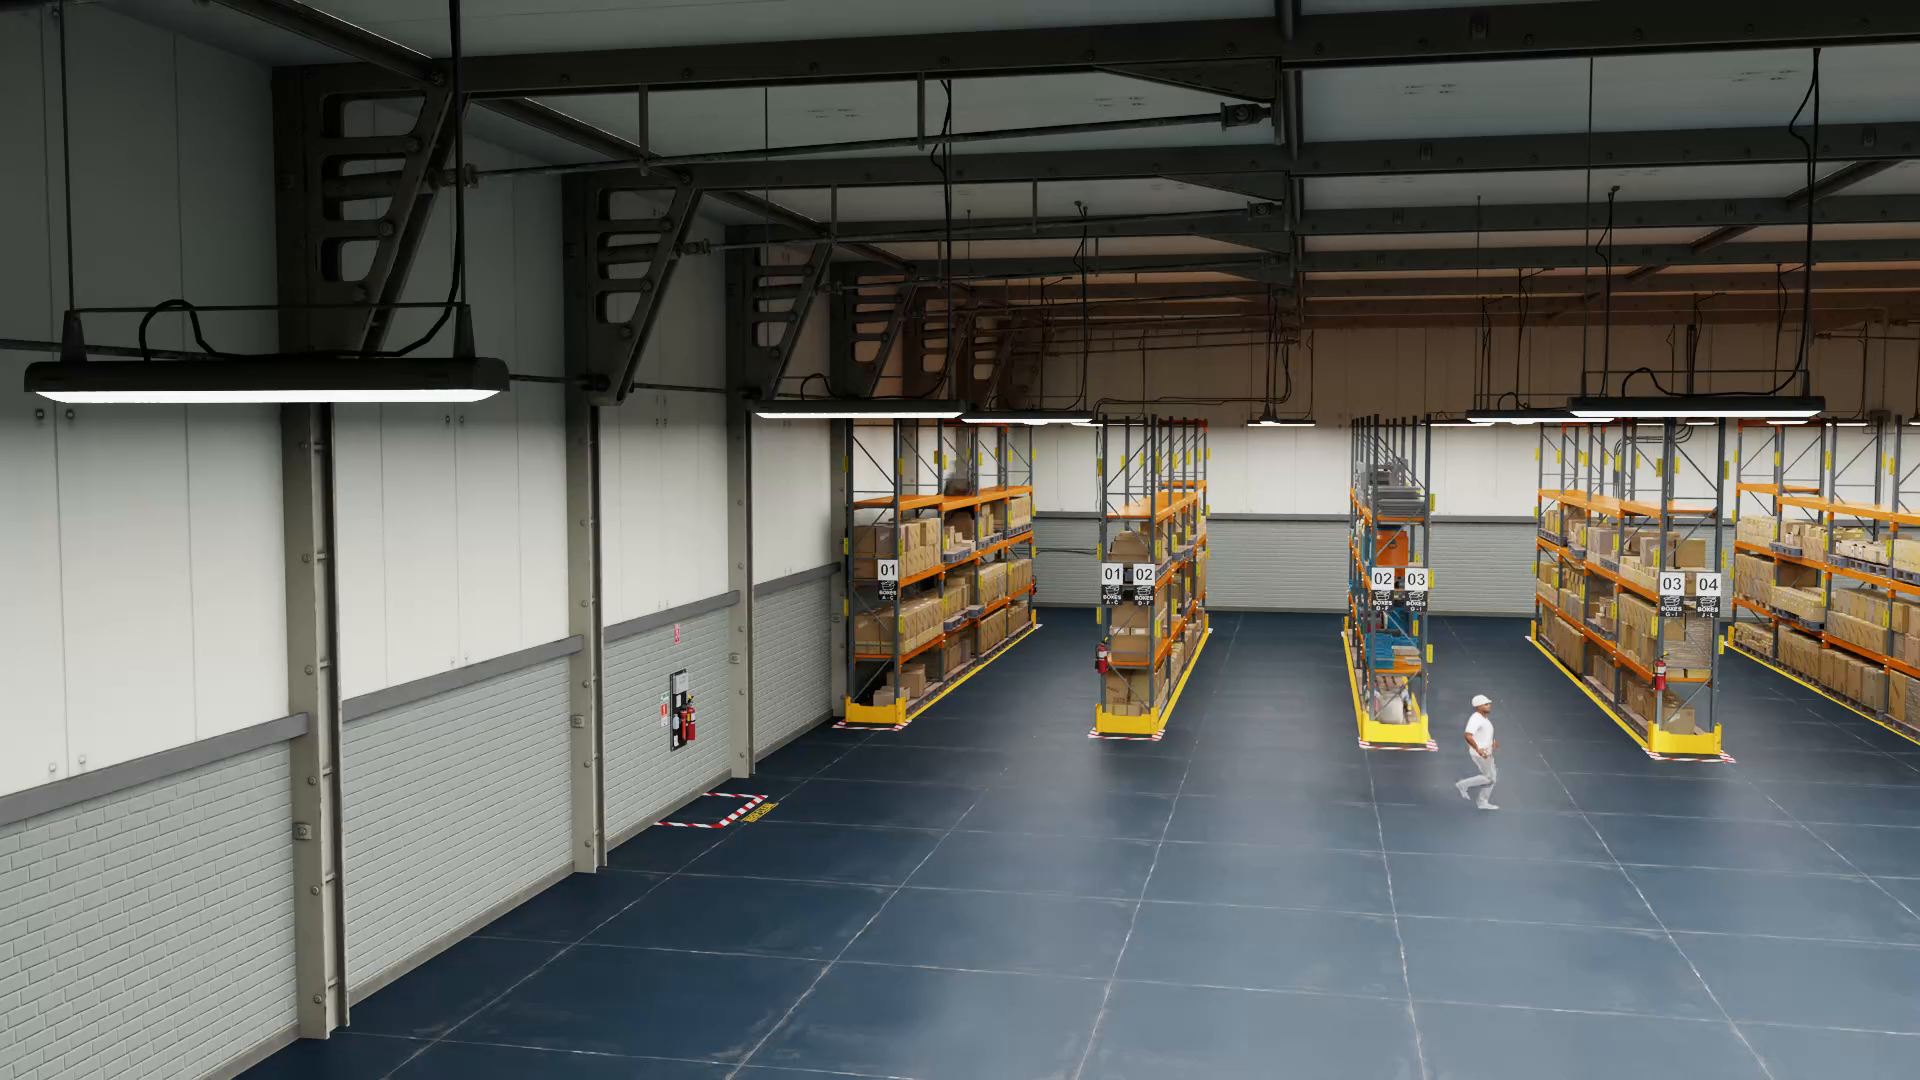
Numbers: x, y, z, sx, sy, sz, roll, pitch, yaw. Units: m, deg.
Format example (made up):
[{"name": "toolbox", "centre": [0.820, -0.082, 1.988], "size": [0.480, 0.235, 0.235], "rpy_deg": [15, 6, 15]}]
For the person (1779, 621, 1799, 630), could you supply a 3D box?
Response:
[{"name": "person", "centre": [22.116, 1.858, 44.710], "size": [0.708, 1.748, 0.947], "rpy_deg": [-1, 4, -15]}]

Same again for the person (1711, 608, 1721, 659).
[{"name": "person", "centre": [18.457, 2.109, 40.993], "size": [0.644, 1.741, 0.575], "rpy_deg": [1, 4, 15]}]

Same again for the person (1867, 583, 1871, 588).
[{"name": "person", "centre": [24.493, 1.932, 44.680], "size": [0.908, 1.649, 0.623], "rpy_deg": [1, 4, 13]}]

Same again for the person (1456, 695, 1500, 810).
[{"name": "person", "centre": [7.811, 3.195, 25.037], "size": [0.618, 1.724, 0.718], "rpy_deg": [2, 4, 25]}]
